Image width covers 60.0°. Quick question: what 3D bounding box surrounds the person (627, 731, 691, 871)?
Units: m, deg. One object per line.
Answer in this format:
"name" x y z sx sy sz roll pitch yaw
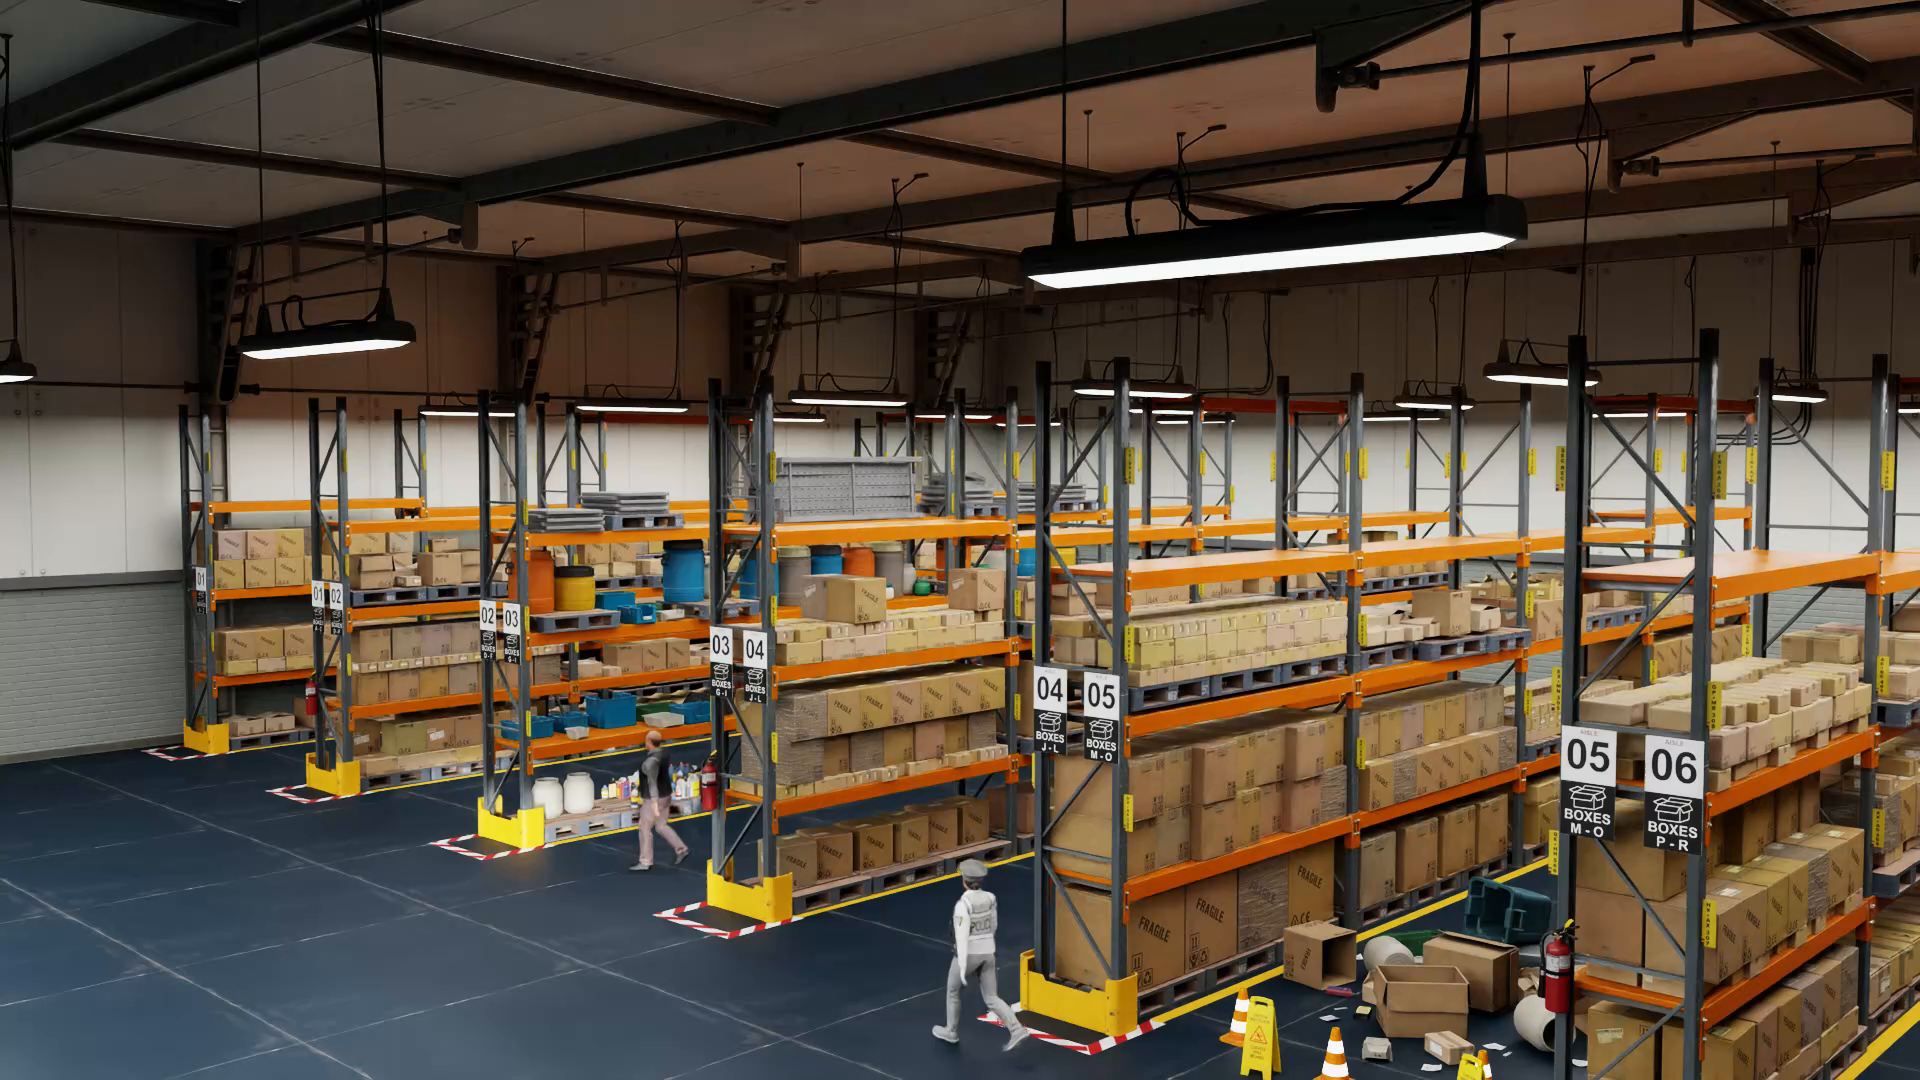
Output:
"person" -3.723 3.258 20.595 0.718 1.625 0.529 1 3 13

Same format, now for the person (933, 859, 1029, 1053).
"person" 0.163 3.584 14.341 0.546 1.625 1.015 -3 4 -41

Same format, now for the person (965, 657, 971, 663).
"person" -0.016 2.722 30.549 0.977 1.616 0.457 -2 4 -35
